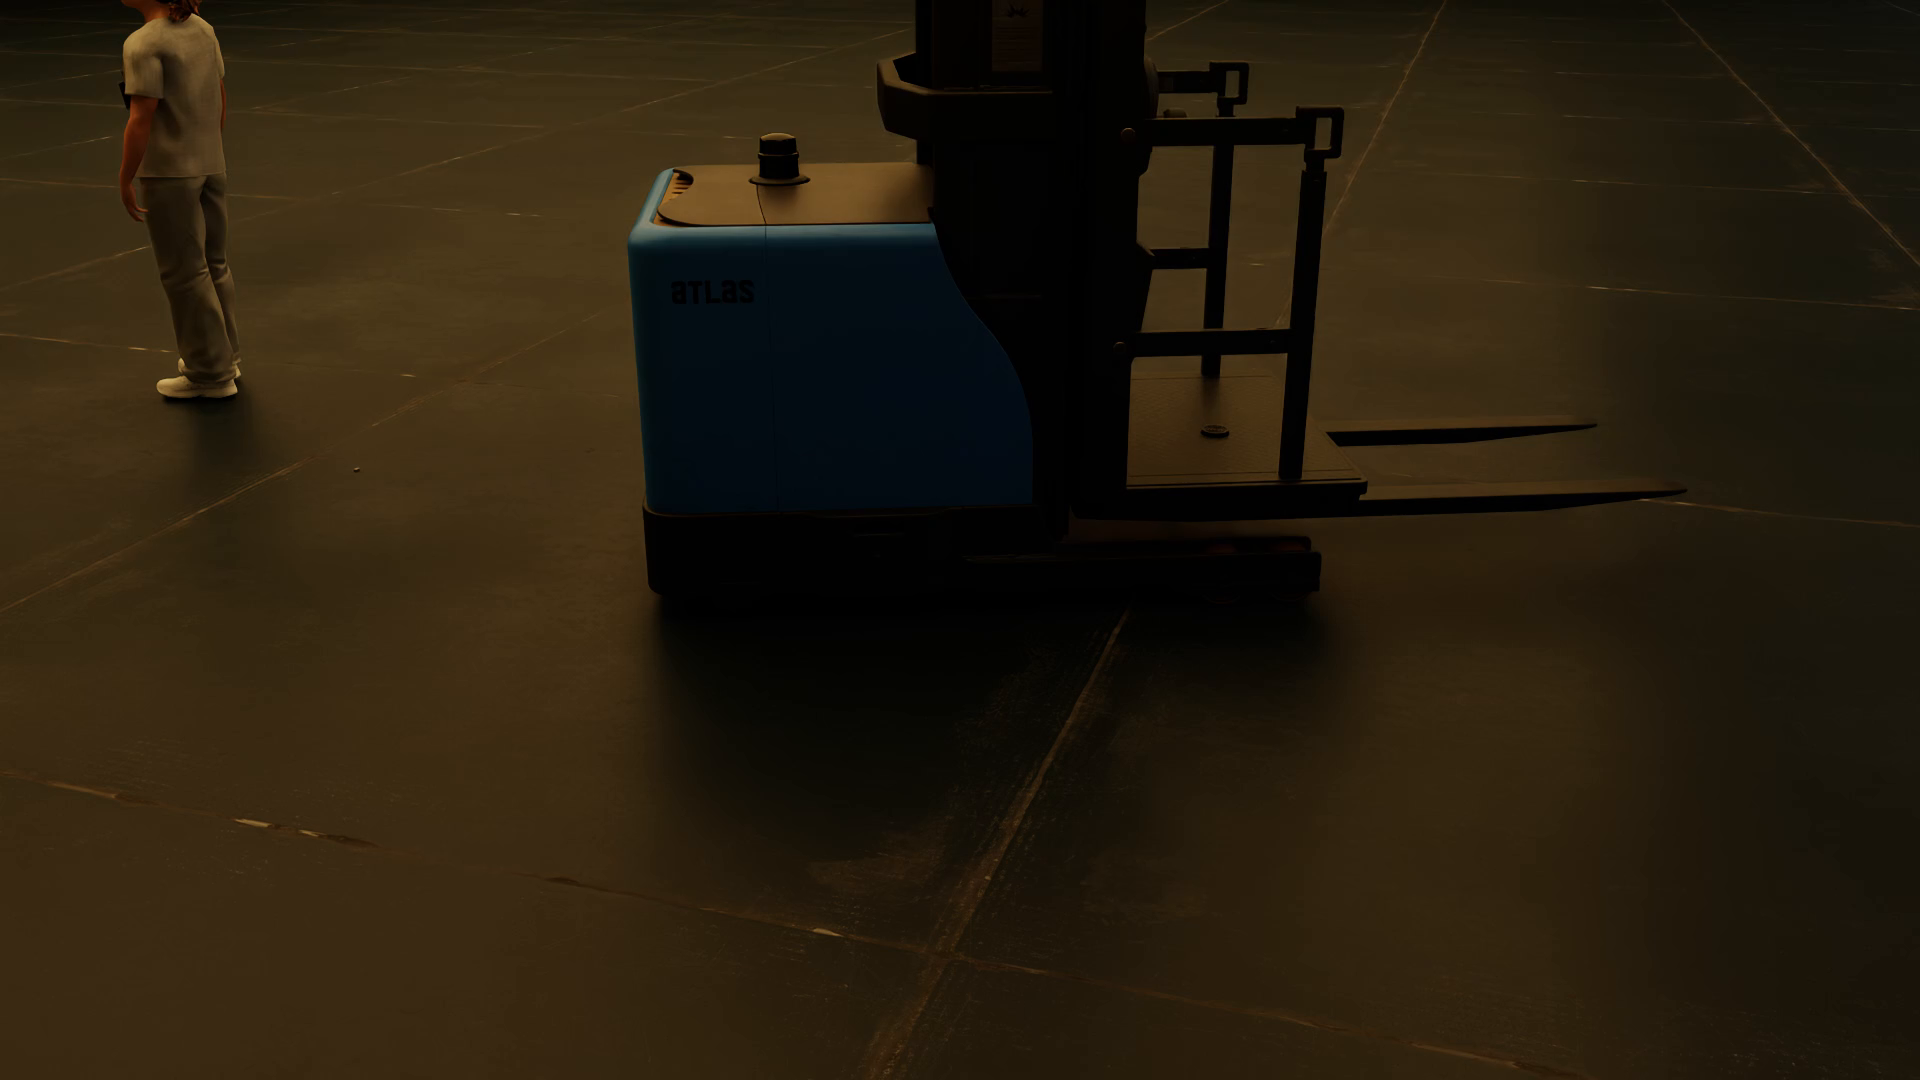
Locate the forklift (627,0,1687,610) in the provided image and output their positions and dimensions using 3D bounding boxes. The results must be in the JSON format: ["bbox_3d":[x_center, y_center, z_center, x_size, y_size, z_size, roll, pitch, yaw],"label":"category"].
[{"bbox_3d":[0.606,-1.374,4.608,3.031,2.935,1.130,-2,23,-4],"label":"forklift"}]

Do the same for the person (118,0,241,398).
[{"bbox_3d":[-2.942,-1.344,6.162,0.550,1.676,0.550,5,23,11],"label":"person"}]
